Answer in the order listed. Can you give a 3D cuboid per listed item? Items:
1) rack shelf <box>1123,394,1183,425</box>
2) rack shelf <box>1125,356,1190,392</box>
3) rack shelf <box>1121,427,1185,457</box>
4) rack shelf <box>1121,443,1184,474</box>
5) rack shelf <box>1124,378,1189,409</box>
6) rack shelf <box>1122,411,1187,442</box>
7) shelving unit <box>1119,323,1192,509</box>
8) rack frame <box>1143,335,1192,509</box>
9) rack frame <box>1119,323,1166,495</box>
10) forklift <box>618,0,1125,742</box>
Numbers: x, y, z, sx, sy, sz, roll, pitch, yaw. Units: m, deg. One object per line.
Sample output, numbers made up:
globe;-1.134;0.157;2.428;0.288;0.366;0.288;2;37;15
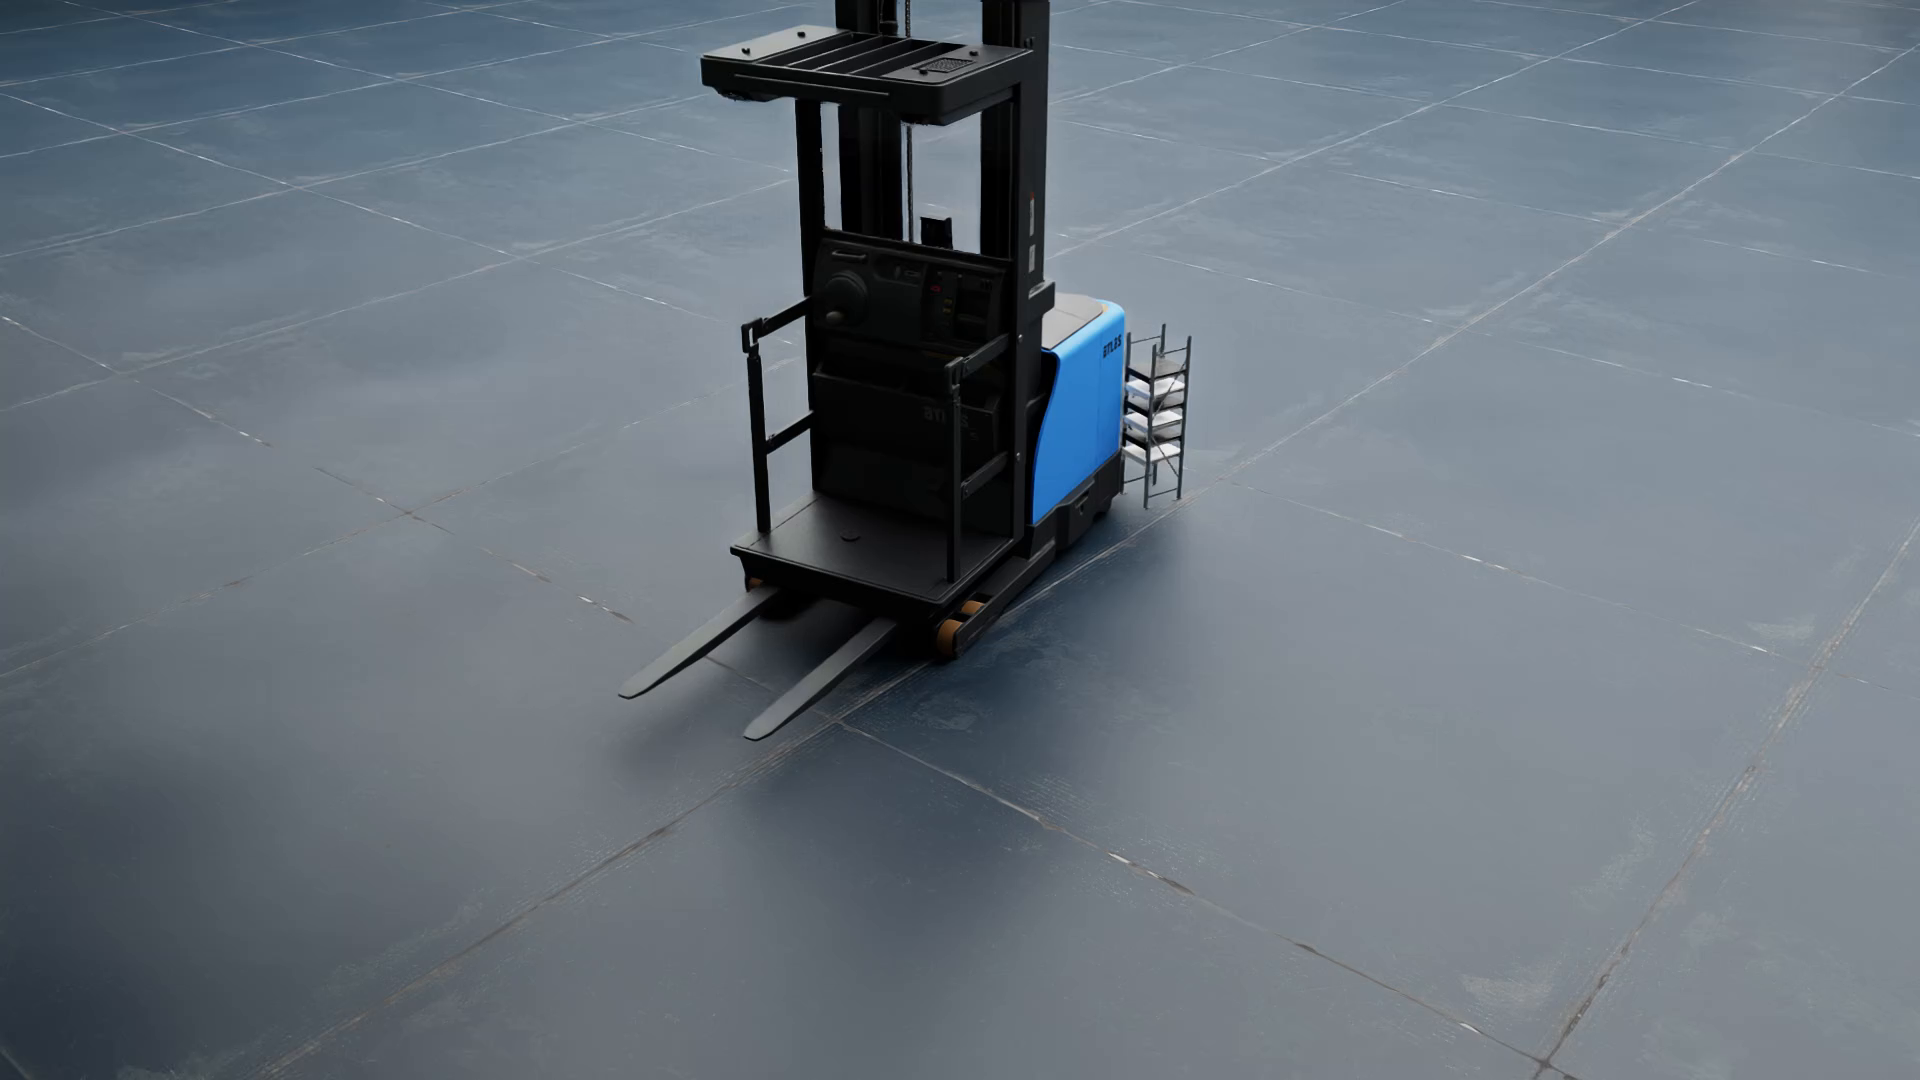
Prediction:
rack shelf;0.993;-0.677;8.456;0.258;0.077;0.200;-16;31;-28
rack shelf;0.993;-0.837;8.373;0.258;0.077;0.200;-16;31;-28
rack shelf;0.993;-0.517;8.539;0.258;0.077;0.200;-16;31;-28
rack shelf;0.993;-0.437;8.580;0.258;0.077;0.200;-16;31;-28
rack shelf;0.993;-0.757;8.415;0.258;0.077;0.200;-16;31;-28
rack shelf;0.993;-0.597;8.497;0.258;0.077;0.200;-16;31;-28
shelving unit;0.993;-0.627;8.482;0.258;0.900;0.210;-16;31;-28
rack frame;1.047;-0.587;8.406;0.240;0.900;0.006;-16;31;-28
rack frame;0.938;-0.666;8.558;0.240;0.900;0.006;-16;31;-28
forklift;-0.331;-1.026;7.044;1.130;2.935;3.031;14;31;26
